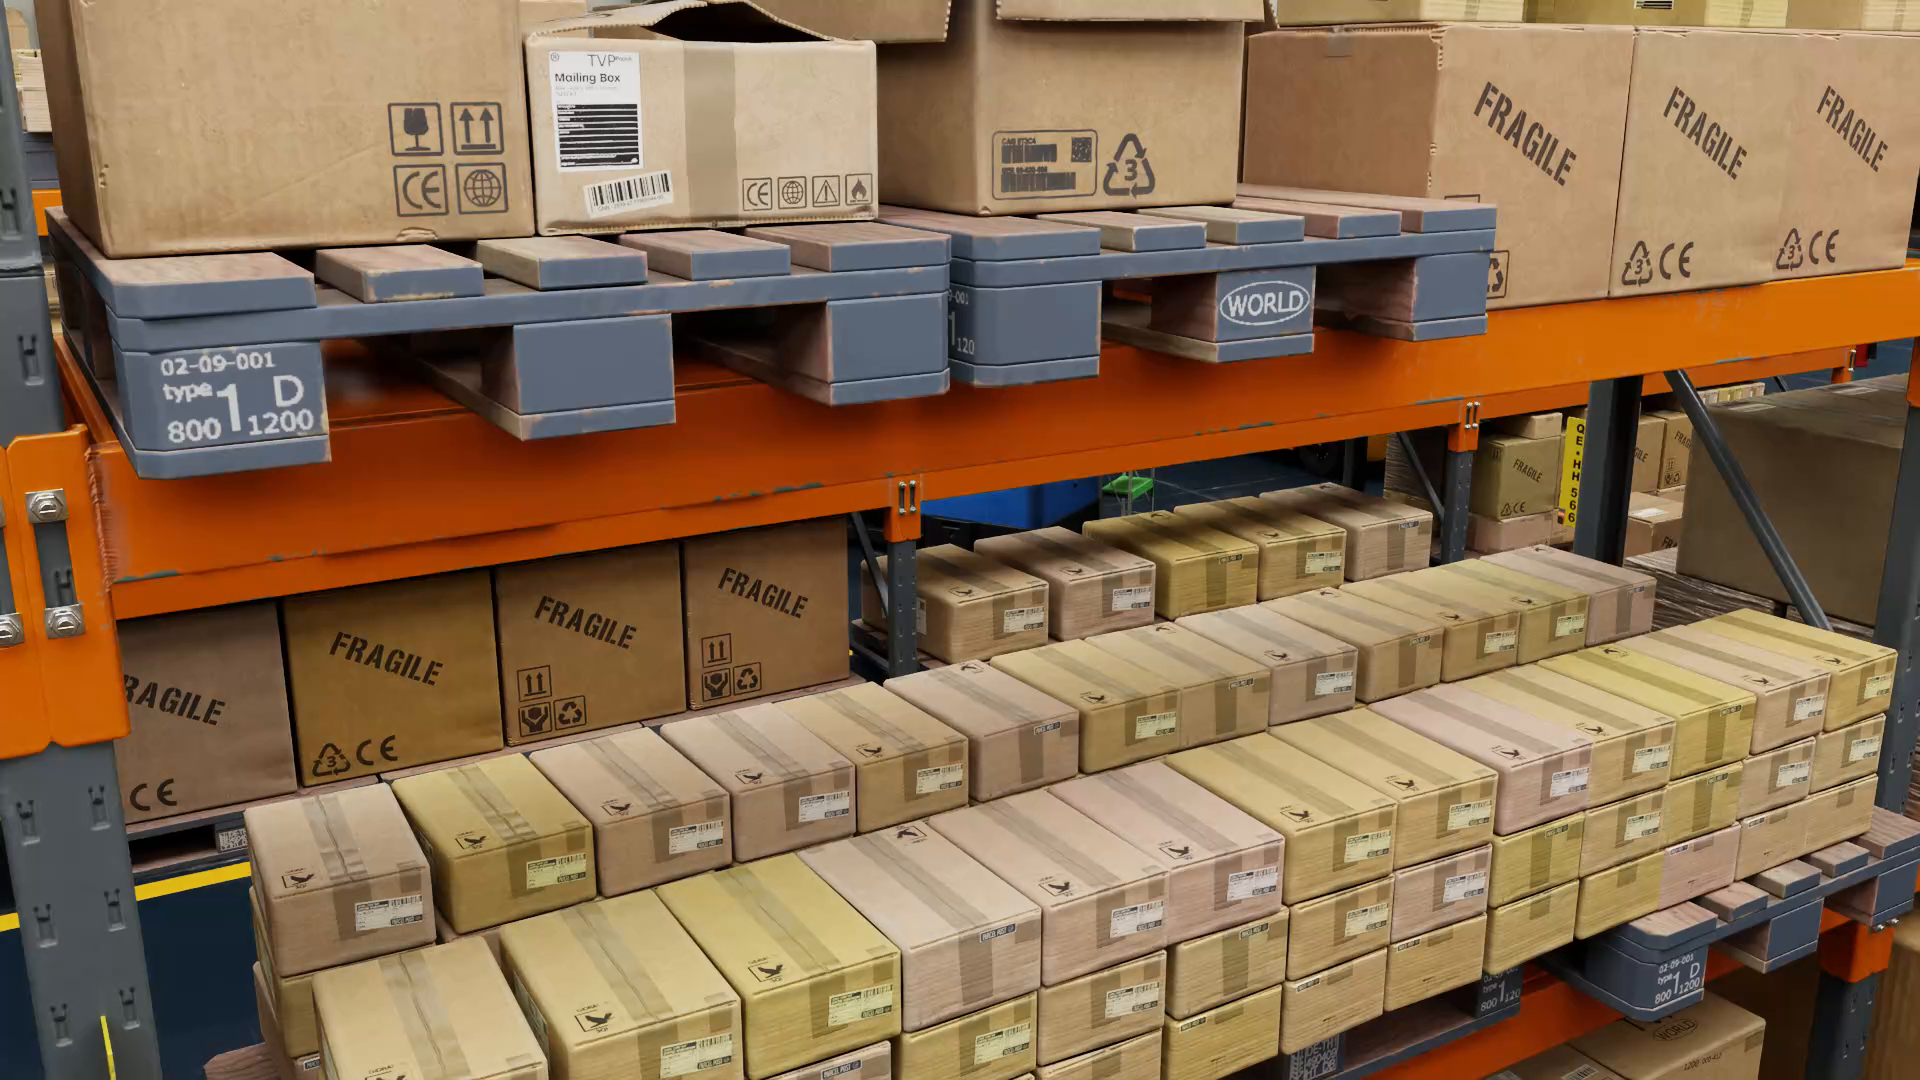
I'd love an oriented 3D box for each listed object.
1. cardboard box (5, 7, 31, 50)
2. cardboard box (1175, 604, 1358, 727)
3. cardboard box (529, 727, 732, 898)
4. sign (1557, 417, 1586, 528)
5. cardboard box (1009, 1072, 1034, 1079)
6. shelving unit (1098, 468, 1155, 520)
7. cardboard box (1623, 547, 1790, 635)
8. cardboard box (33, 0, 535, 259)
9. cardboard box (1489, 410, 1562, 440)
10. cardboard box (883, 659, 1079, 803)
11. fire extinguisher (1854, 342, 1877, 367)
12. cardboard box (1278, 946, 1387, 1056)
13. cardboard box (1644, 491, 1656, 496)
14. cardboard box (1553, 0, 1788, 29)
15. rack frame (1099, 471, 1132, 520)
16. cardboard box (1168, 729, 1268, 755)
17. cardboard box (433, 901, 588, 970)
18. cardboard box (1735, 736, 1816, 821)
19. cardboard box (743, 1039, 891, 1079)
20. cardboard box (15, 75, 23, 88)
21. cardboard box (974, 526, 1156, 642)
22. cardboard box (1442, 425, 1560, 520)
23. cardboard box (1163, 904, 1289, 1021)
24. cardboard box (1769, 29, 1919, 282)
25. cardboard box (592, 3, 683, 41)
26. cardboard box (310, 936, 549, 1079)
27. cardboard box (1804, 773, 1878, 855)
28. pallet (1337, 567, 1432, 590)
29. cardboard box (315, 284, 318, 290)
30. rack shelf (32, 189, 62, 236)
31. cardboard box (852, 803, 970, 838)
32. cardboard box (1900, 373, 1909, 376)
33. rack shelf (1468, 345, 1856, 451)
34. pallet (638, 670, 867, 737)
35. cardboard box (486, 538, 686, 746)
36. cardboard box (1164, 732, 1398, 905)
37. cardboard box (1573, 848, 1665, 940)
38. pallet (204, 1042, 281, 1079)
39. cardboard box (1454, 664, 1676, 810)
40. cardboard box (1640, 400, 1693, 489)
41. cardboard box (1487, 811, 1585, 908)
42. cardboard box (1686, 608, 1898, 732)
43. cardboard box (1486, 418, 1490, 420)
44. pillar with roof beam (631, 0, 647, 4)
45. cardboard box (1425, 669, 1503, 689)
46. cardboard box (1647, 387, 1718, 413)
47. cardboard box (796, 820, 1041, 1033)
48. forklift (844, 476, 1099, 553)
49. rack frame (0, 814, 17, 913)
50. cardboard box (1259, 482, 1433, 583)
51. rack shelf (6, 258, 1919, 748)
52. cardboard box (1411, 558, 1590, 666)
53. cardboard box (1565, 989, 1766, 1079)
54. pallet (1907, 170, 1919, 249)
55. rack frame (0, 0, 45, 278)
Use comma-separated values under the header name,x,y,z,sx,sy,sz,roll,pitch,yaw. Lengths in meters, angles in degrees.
name,x,y,z,sx,sy,sz,roll,pitch,yaw
cardboard box,-6.080,-3.252,10.580,0.258,0.266,0.396,-9,18,-30
cardboard box,0.712,0.288,3.911,0.250,0.149,0.380,-8,18,-27
cardboard box,-0.625,0.505,3.137,0.250,0.149,0.380,-10,18,-31
sign,1.819,-0.195,4.904,0.005,0.325,0.100,-9,18,-30
cardboard box,-0.080,0.908,2.800,0.250,0.149,0.380,-9,18,-29
shelving unit,1.207,-0.637,11.960,0.258,1.200,0.503,7,17,24
cardboard box,2.355,0.317,5.035,0.500,0.500,0.500,-9,18,-30
cardboard box,-0.940,-0.676,2.242,0.500,0.500,0.700,-9,18,-30
cardboard box,3.683,-0.772,10.830,0.250,0.149,0.380,-9,18,-29
cardboard box,0.040,0.397,3.523,0.250,0.149,0.380,-10,19,-32
fire extinguisher,6.665,-1.625,12.293,0.183,0.674,0.296,-9,18,-30
cardboard box,0.588,0.800,3.187,0.250,0.149,0.380,-10,19,-32
cardboard box,4.450,-0.246,11.546,0.500,0.250,0.500,-9,18,-30
cardboard box,1.463,-1.180,3.400,0.258,0.266,0.396,-9,18,-30
rack frame,1.103,-0.578,11.748,0.240,1.200,0.015,7,17,24
cardboard box,0.487,0.466,3.827,0.250,0.149,0.380,-9,18,-30
cardboard box,-0.856,0.684,3.049,0.250,0.149,0.380,-9,18,-29
cardboard box,1.691,0.477,3.786,0.250,0.149,0.380,-8,18,-28
cardboard box,-0.304,0.801,2.631,0.250,0.149,0.380,-9,18,-28
cardboard box,-5.816,-2.784,10.229,0.250,0.149,0.380,-9,18,-29
cardboard box,0.590,0.241,9.581,0.625,0.372,0.950,-10,18,-31
cardboard box,3.545,-0.456,10.905,0.500,0.500,0.500,-8,18,-27
cardboard box,0.376,0.690,3.027,0.250,0.149,0.380,-10,18,-31
cardboard box,1.749,-0.864,3.692,0.500,0.500,0.500,-9,18,-30
cardboard box,-1.279,-2.154,7.516,0.500,0.500,0.700,-10,19,-32
cardboard box,-0.747,0.730,2.333,0.250,0.149,0.380,-8,18,-27
cardboard box,1.921,0.584,3.957,0.250,0.149,0.380,-9,18,-29
pallet,2.234,0.254,10.612,1.213,0.211,1.003,-9,18,-30
cardboard box,-2.819,-0.874,7.434,0.500,0.500,0.500,-9,18,-28
rack shelf,-2.243,-1.461,7.339,4.000,0.370,1.077,-9,18,-30
cardboard box,-0.187,0.575,3.437,0.250,0.149,0.380,-10,19,-33
cardboard box,3.369,-0.242,5.178,0.500,0.500,0.700,-10,18,-31
rack shelf,4.615,-1.129,11.711,4.000,0.370,1.077,-9,18,-30
pallet,-1.243,0.794,8.687,1.213,0.211,1.003,-9,18,-30
cardboard box,-1.930,0.380,8.156,0.875,0.875,0.875,-9,18,-29
cardboard box,0.591,0.512,3.111,0.250,0.149,0.380,-9,18,-28
cardboard box,1.272,0.688,3.587,0.250,0.149,0.380,-9,18,-30
pallet,-0.591,1.066,2.905,1.213,0.211,1.003,-9,18,-30
cardboard box,1.256,0.406,3.491,0.250,0.149,0.380,-9,18,-28
cardboard box,4.895,-0.679,11.701,0.500,0.500,0.500,-10,18,-31
cardboard box,1.037,0.583,3.408,0.250,0.149,0.380,-9,18,-30
cardboard box,1.924,0.297,3.879,0.250,0.149,0.380,-10,19,-32
cardboard box,3.704,-0.652,11.604,0.500,0.500,0.500,-9,18,-29
pillar with roof beam,-0.217,-4.071,9.761,0.400,9.000,9.100,-9,18,-30
cardboard box,1.131,0.363,4.195,0.250,0.149,0.380,-10,18,-31
cardboard box,5.053,-0.996,11.630,0.250,0.149,0.380,-8,18,-27
cardboard box,-0.074,0.621,2.723,0.250,0.149,0.380,-9,18,-30
forklift,-0.550,-1.495,11.811,3.031,2.935,1.130,9,18,28
rack frame,-3.957,-0.085,6.655,0.127,3.000,1.000,-9,18,-30
cardboard box,2.452,-0.060,10.658,0.625,0.372,0.950,-9,18,-29
rack shelf,0.393,-0.330,3.304,4.000,0.370,1.077,-9,18,-30
cardboard box,1.383,0.180,4.296,0.250,0.149,0.380,-10,18,-31
cardboard box,1.656,1.286,4.227,0.500,0.250,0.500,-10,18,-31
pallet,2.632,-0.965,4.587,1.003,0.211,1.213,-8,18,-27
rack frame,-1.321,-1.842,1.810,0.127,3.000,1.000,-9,18,-30
